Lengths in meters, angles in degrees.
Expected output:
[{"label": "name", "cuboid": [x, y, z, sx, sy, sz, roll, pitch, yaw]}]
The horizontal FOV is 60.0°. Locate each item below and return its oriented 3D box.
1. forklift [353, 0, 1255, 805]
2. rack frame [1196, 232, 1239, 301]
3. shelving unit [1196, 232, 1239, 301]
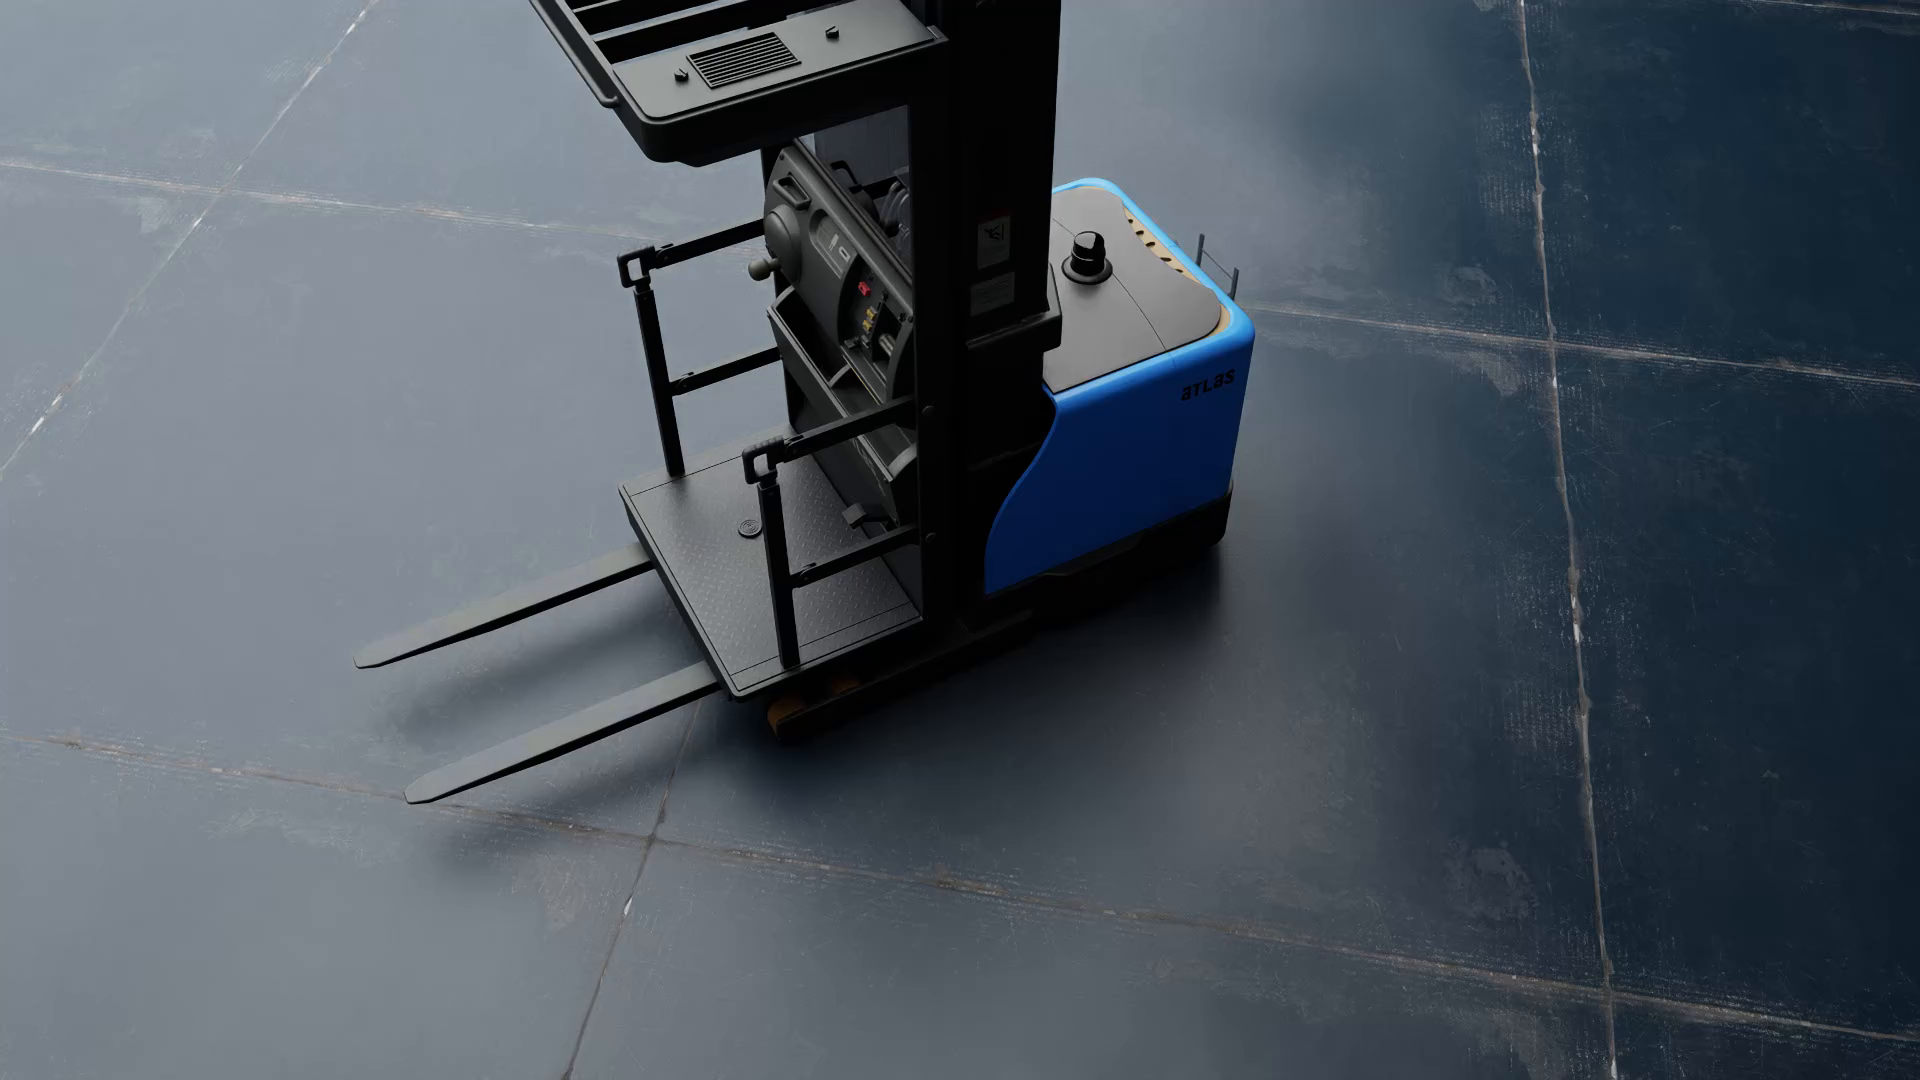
[{"label": "forklift", "cuboid": [-0.555, -0.757, 4.959, 3.031, 2.935, 1.130, -22, 52, -19]}, {"label": "rack frame", "cuboid": [0.932, -0.739, 6.309, 0.006, 0.900, 0.240, -22, 52, -19]}, {"label": "shelving unit", "cuboid": [0.842, -0.703, 6.276, 0.210, 0.900, 0.258, -22, 52, -19]}]
